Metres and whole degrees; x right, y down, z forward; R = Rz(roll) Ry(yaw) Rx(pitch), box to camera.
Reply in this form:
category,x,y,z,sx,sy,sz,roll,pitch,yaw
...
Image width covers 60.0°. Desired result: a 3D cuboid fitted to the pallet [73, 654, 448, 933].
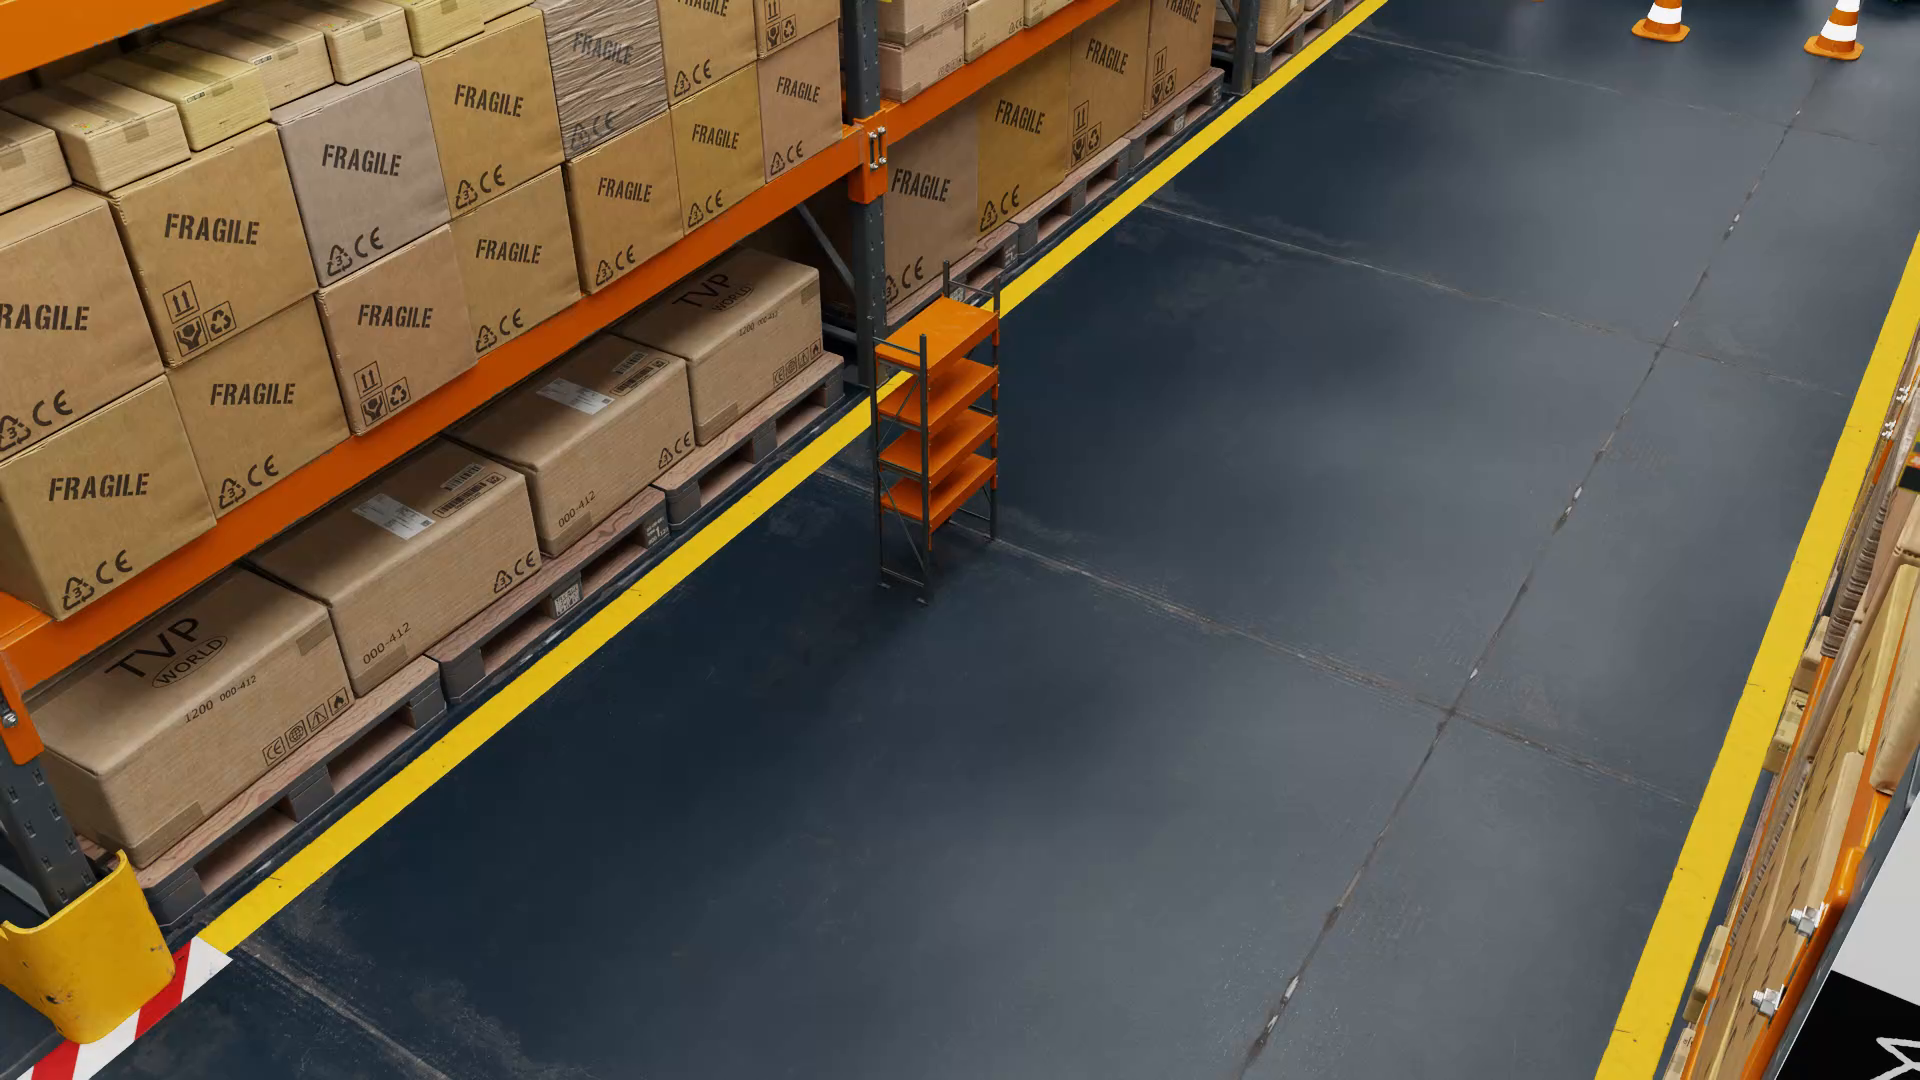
category,x,y,z,sx,sy,sz,roll,pitch,yaw
pallet,-2.563,0.671,5.706,1.003,0.211,1.213,21,42,25

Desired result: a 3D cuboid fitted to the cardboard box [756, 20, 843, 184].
category,x,y,z,sx,sy,sz,roll,pitch,yaw
cardboard box,-0.815,-1.774,6.513,0.500,0.500,0.500,22,43,26

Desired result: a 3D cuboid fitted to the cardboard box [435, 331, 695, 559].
category,x,y,z,sx,sy,sz,roll,pitch,yaw
cardboard box,-1.688,-0.459,6.643,0.875,0.438,0.875,20,42,24

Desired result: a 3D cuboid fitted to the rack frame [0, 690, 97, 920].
category,x,y,z,sx,sy,sz,roll,pitch,yaw
rack frame,-2.925,0.005,4.287,1.000,3.000,0.127,21,42,25

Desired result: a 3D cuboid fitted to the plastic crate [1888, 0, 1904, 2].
category,x,y,z,sx,sy,sz,roll,pitch,yaw
plastic crate,6.725,-4.042,11.792,0.662,0.188,0.450,-18,51,-22

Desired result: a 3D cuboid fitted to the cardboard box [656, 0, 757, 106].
category,x,y,z,sx,sy,sz,roll,pitch,yaw
cardboard box,-1.080,-1.900,5.857,0.500,0.500,0.500,21,42,24

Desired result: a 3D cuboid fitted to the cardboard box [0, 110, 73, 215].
category,x,y,z,sx,sy,sz,roll,pitch,yaw
cardboard box,-2.421,-0.939,4.078,0.380,0.149,0.250,22,43,26

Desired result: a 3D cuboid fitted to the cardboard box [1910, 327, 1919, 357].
category,x,y,z,sx,sy,sz,roll,pitch,yaw
cardboard box,4.463,-0.921,7.191,0.500,0.500,0.500,20,42,24

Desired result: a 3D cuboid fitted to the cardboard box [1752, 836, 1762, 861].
category,x,y,z,sx,sy,sz,roll,pitch,yaw
cardboard box,2.475,0.862,4.678,0.380,0.149,0.250,22,43,26

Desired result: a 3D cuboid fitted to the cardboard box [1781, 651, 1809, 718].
category,x,y,z,sx,sy,sz,roll,pitch,yaw
cardboard box,2.985,0.555,5.564,0.380,0.149,0.250,19,42,23

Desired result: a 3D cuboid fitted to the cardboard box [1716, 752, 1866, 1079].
category,x,y,z,sx,sy,sz,roll,pitch,yaw
cardboard box,1.344,0.701,2.239,0.500,0.500,0.500,20,42,24

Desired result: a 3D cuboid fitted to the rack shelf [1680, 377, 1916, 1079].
category,x,y,z,sx,sy,sz,roll,pitch,yaw
rack shelf,2.380,0.826,3.811,1.077,0.370,4.000,21,42,25

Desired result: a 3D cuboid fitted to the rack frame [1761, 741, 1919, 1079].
category,x,y,z,sx,sy,sz,roll,pitch,yaw
rack frame,1.309,1.572,2.254,1.000,3.000,0.127,21,42,25

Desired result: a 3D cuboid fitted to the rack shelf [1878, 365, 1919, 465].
category,x,y,z,sx,sy,sz,roll,pitch,yaw
rack shelf,4.523,-1.236,6.486,1.077,0.370,4.000,21,42,25

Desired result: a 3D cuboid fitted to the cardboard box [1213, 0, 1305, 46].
category,x,y,z,sx,sy,sz,roll,pitch,yaw
cardboard box,1.672,-3.533,10.684,0.950,0.372,0.625,18,41,22

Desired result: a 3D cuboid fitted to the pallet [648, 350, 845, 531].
category,x,y,z,sx,sy,sz,roll,pitch,yaw
pallet,-1.256,-0.586,7.338,1.003,0.211,1.213,21,42,25

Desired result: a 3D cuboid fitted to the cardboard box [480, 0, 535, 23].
category,x,y,z,sx,sy,sz,roll,pitch,yaw
cardboard box,-1.536,-1.717,5.088,0.380,0.149,0.250,21,42,25

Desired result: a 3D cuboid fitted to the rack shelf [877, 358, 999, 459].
category,x,y,z,sx,sy,sz,roll,pitch,yaw
rack shelf,-0.089,-0.514,6.177,0.258,0.148,0.480,21,42,25

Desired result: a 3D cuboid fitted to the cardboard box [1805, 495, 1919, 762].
category,x,y,z,sx,sy,sz,roll,pitch,yaw
cardboard box,1.886,0.169,2.929,0.500,0.500,0.500,23,43,27

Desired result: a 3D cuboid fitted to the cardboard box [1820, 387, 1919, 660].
category,x,y,z,sx,sy,sz,roll,pitch,yaw
cardboard box,2.414,0.031,3.928,0.500,0.500,0.500,20,42,24

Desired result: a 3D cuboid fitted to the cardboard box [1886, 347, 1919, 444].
category,x,y,z,sx,sy,sz,roll,pitch,yaw
cardboard box,3.637,-0.430,5.940,0.500,0.250,0.500,20,42,24

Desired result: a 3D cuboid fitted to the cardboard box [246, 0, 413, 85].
category,x,y,z,sx,sy,sz,roll,pitch,yaw
cardboard box,-1.794,-1.444,4.734,0.380,0.149,0.250,22,43,26

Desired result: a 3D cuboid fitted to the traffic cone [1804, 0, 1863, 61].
category,x,y,z,sx,sy,sz,roll,pitch,yaw
traffic cone,5.744,-3.412,10.797,0.336,0.463,0.334,21,42,25

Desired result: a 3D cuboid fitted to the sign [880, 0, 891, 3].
category,x,y,z,sx,sy,sz,roll,pitch,yaw
sign,-0.313,-2.251,6.439,0.100,0.325,0.005,21,42,25

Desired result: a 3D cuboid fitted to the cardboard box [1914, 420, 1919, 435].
category,x,y,z,sx,sy,sz,roll,pitch,yaw
cardboard box,2.443,-0.369,3.627,0.500,0.500,0.500,22,43,26

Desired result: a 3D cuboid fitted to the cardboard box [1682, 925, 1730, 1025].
category,x,y,z,sx,sy,sz,roll,pitch,yaw
cardboard box,2.171,1.235,4.439,0.380,0.149,0.250,22,43,26

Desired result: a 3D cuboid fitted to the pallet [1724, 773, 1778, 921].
category,x,y,z,sx,sy,sz,roll,pitch,yaw
pallet,3.122,0.972,5.316,1.003,0.211,1.213,21,42,25

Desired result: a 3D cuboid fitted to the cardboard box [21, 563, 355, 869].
category,x,y,z,sx,sy,sz,roll,pitch,yaw
cardboard box,-2.656,0.480,5.425,0.875,0.438,0.875,20,42,24

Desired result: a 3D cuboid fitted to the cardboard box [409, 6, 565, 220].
category,x,y,z,sx,sy,sz,roll,pitch,yaw
cardboard box,-1.621,-1.379,5.181,0.500,0.500,0.500,21,42,25

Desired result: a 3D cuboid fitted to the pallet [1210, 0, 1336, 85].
category,x,y,z,sx,sy,sz,roll,pitch,yaw
pallet,1.781,-3.417,11.010,1.003,0.211,1.213,21,42,25

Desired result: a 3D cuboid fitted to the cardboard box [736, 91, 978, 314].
category,x,y,z,sx,sy,sz,roll,pitch,yaw
cardboard box,-0.517,-1.728,7.931,0.875,0.875,0.875,23,43,26

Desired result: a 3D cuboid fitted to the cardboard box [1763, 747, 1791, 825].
category,x,y,z,sx,sy,sz,roll,pitch,yaw
cardboard box,2.753,0.838,5.198,0.380,0.149,0.250,21,42,25

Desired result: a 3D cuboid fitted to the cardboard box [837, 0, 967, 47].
category,x,y,z,sx,sy,sz,roll,pitch,yaw
cardboard box,-0.308,-2.330,7.030,0.500,0.250,0.500,20,42,24

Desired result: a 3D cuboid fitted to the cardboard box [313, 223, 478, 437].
category,x,y,z,sx,sy,sz,roll,pitch,yaw
cardboard box,-1.890,-0.715,5.138,0.500,0.500,0.500,21,42,25

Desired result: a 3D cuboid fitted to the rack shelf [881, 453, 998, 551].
category,x,y,z,sx,sy,sz,roll,pitch,yaw
rack shelf,-0.089,-0.179,6.435,0.258,0.148,0.480,21,42,25

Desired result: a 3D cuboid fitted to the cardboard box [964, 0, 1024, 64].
category,x,y,z,sx,sy,sz,roll,pitch,yaw
cardboard box,-0.047,-2.406,7.537,0.500,0.250,0.500,20,42,24

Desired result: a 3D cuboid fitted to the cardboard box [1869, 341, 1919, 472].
category,x,y,z,sx,sy,sz,roll,pitch,yaw
cardboard box,3.911,-0.395,6.509,0.500,0.500,0.500,20,42,24

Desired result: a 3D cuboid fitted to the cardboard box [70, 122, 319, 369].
category,x,y,z,sx,sy,sz,roll,pitch,yaw
cardboard box,-2.157,-0.854,4.500,0.500,0.500,0.500,20,42,24

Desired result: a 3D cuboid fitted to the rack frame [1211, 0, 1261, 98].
category,x,y,z,sx,sy,sz,roll,pitch,yaw
rack frame,1.361,-4.119,9.637,1.000,3.000,0.127,21,42,25

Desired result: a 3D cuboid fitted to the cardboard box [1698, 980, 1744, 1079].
category,x,y,z,sx,sy,sz,roll,pitch,yaw
cardboard box,1.332,1.099,2.542,0.500,0.500,0.500,22,43,26

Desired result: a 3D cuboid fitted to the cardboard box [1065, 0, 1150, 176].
category,x,y,z,sx,sy,sz,roll,pitch,yaw
cardboard box,0.439,-2.657,9.136,0.875,0.875,0.875,22,43,26

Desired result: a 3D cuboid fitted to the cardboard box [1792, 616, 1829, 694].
category,x,y,z,sx,sy,sz,roll,pitch,yaw
cardboard box,2.987,0.437,5.474,0.380,0.149,0.250,23,43,27

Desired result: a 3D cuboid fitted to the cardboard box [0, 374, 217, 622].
category,x,y,z,sx,sy,sz,roll,pitch,yaw
cardboard box,-2.426,-0.188,4.456,0.500,0.500,0.500,21,42,25

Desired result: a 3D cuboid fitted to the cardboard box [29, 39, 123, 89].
category,x,y,z,sx,sy,sz,roll,pitch,yaw
cardboard box,-2.549,-1.354,4.617,0.380,0.149,0.250,22,43,26

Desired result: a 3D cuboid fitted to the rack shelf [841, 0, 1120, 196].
category,x,y,z,sx,sy,sz,roll,pitch,yaw
rack shelf,0.289,-2.803,8.519,1.077,0.370,4.000,21,42,25

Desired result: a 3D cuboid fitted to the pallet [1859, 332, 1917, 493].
category,x,y,z,sx,sy,sz,roll,pitch,yaw
pallet,4.520,-0.419,7.121,1.003,0.211,1.213,21,42,25

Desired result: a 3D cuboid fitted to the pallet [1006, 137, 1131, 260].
category,x,y,z,sx,sy,sz,roll,pitch,yaw
pallet,0.221,-2.007,9.180,1.003,0.211,1.213,21,42,25

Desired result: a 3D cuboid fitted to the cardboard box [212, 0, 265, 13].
category,x,y,z,sx,sy,sz,roll,pitch,yaw
cardboard box,-2.265,-1.614,4.955,0.380,0.149,0.250,22,43,26

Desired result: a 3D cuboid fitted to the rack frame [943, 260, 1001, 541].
category,x,y,z,sx,sy,sz,roll,pitch,yaw
rack frame,0.042,-0.516,6.436,0.240,1.200,0.015,21,42,25

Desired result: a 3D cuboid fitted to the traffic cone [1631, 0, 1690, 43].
category,x,y,z,sx,sy,sz,roll,pitch,yaw
traffic cone,4.711,-3.603,11.045,0.336,0.463,0.334,21,42,25

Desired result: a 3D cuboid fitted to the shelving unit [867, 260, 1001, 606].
category,x,y,z,sx,sy,sz,roll,pitch,yaw
shelving unit,-0.089,-0.390,6.273,0.258,1.200,0.503,21,42,25

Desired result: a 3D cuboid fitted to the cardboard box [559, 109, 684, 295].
category,x,y,z,sx,sy,sz,roll,pitch,yaw
cardboard box,-1.343,-1.243,5.824,0.500,0.500,0.500,21,42,24

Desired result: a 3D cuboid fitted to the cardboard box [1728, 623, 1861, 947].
category,x,y,z,sx,sy,sz,roll,pitch,yaw
cardboard box,1.876,0.570,3.228,0.500,0.500,0.500,21,42,25

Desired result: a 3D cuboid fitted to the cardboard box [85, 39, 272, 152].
category,x,y,z,sx,sy,sz,roll,pitch,yaw
cardboard box,-2.059,-1.177,4.387,0.380,0.149,0.250,20,42,24
